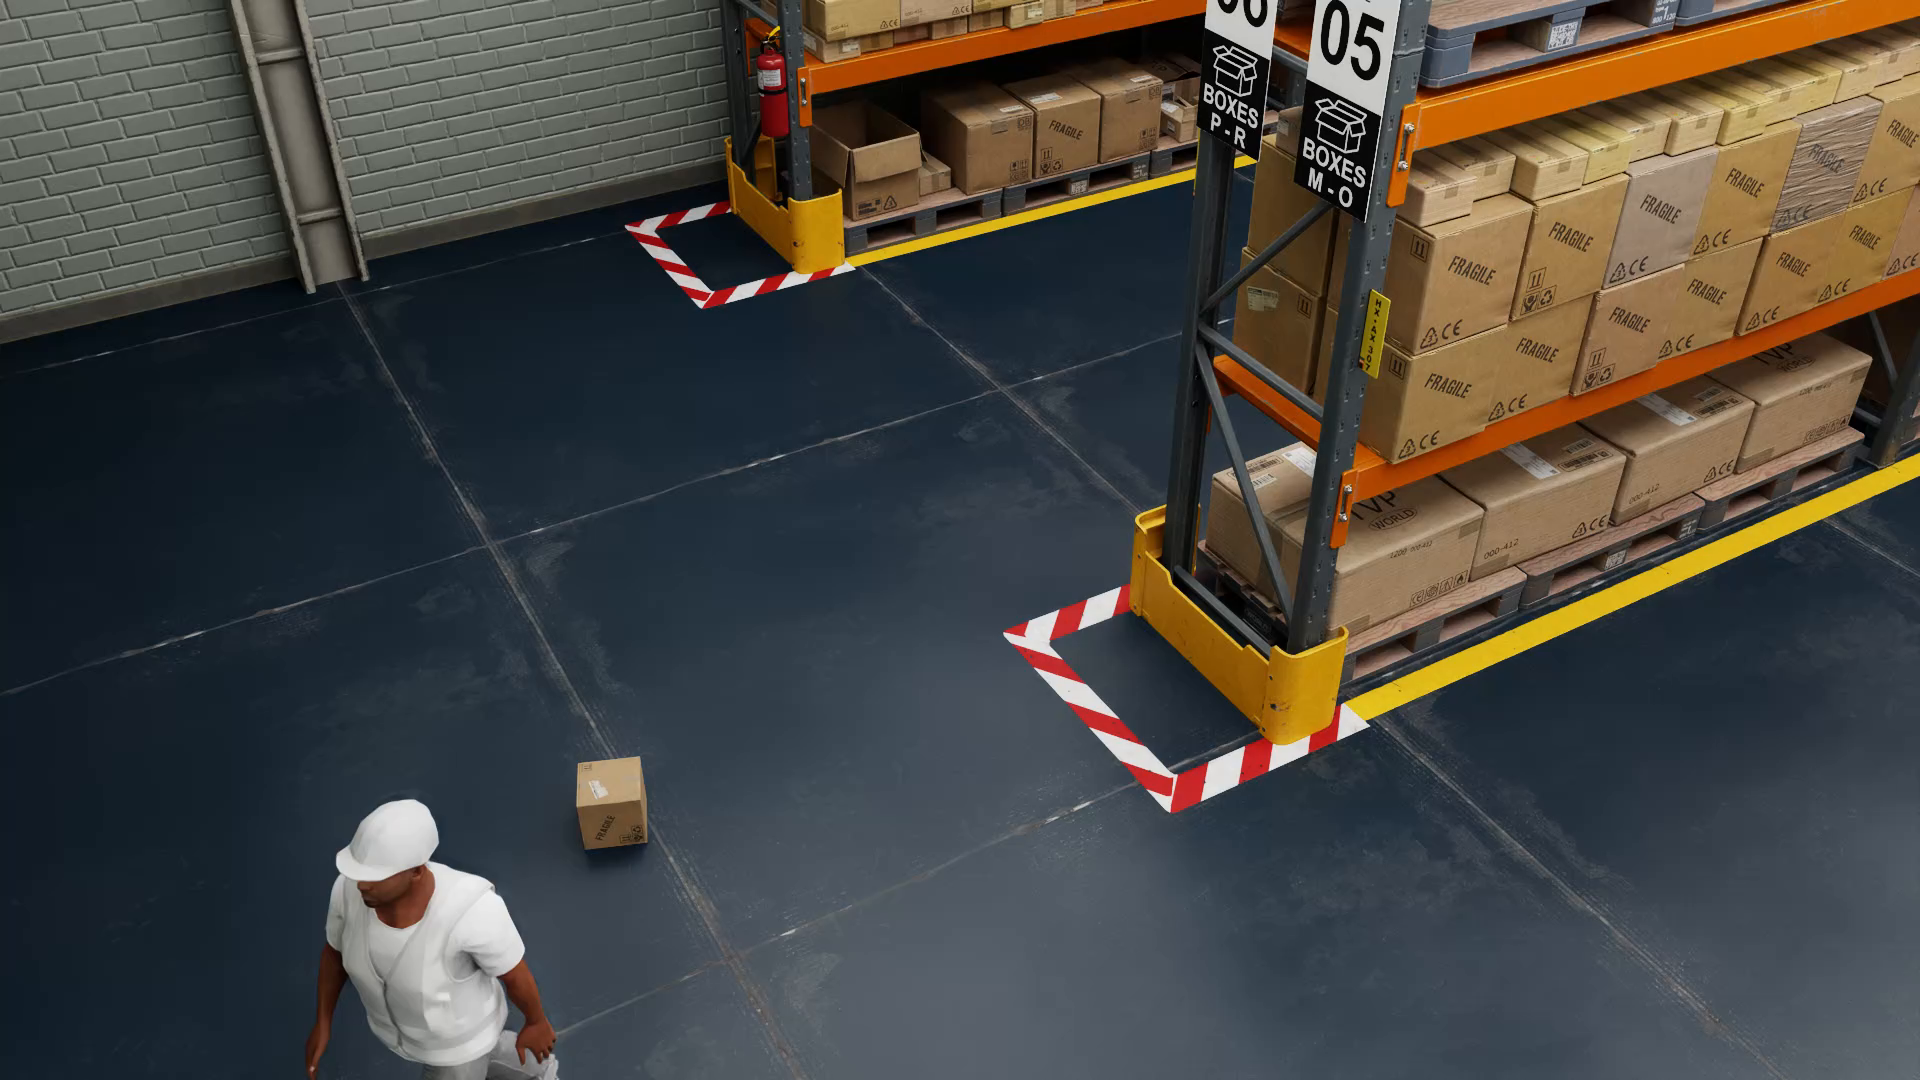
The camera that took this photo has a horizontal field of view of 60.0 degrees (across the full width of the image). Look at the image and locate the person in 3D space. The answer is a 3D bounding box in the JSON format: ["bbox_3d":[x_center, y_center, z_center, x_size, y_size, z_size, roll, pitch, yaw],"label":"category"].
[{"bbox_3d":[-1.614,1.468,4.911,0.621,1.710,1.028,16,40,21],"label":"person"}]
